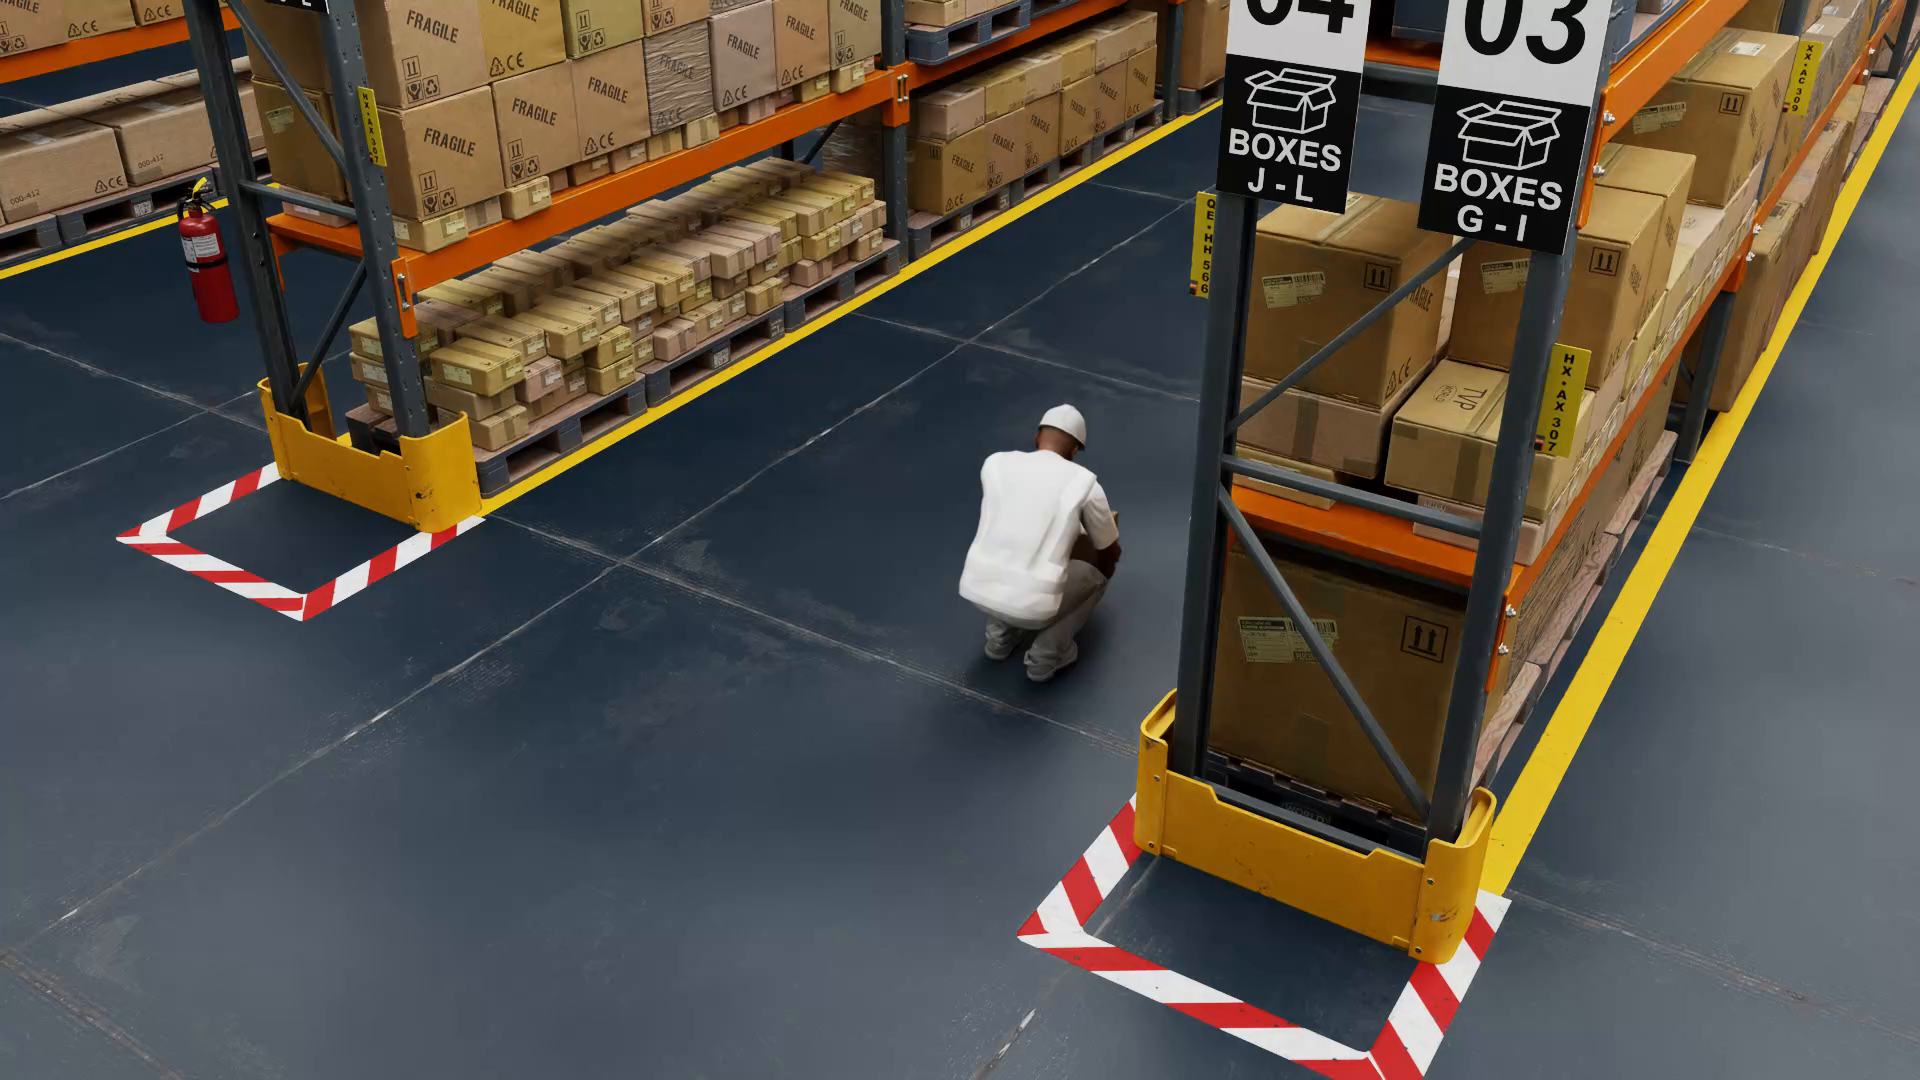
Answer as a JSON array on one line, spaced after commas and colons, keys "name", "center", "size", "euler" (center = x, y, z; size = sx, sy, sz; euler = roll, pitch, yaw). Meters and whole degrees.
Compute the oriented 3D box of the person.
[{"name": "person", "center": [0.327, -0.001, 6.878], "size": [0.583, 0.999, 0.876], "euler": [17, 35, 27]}]
